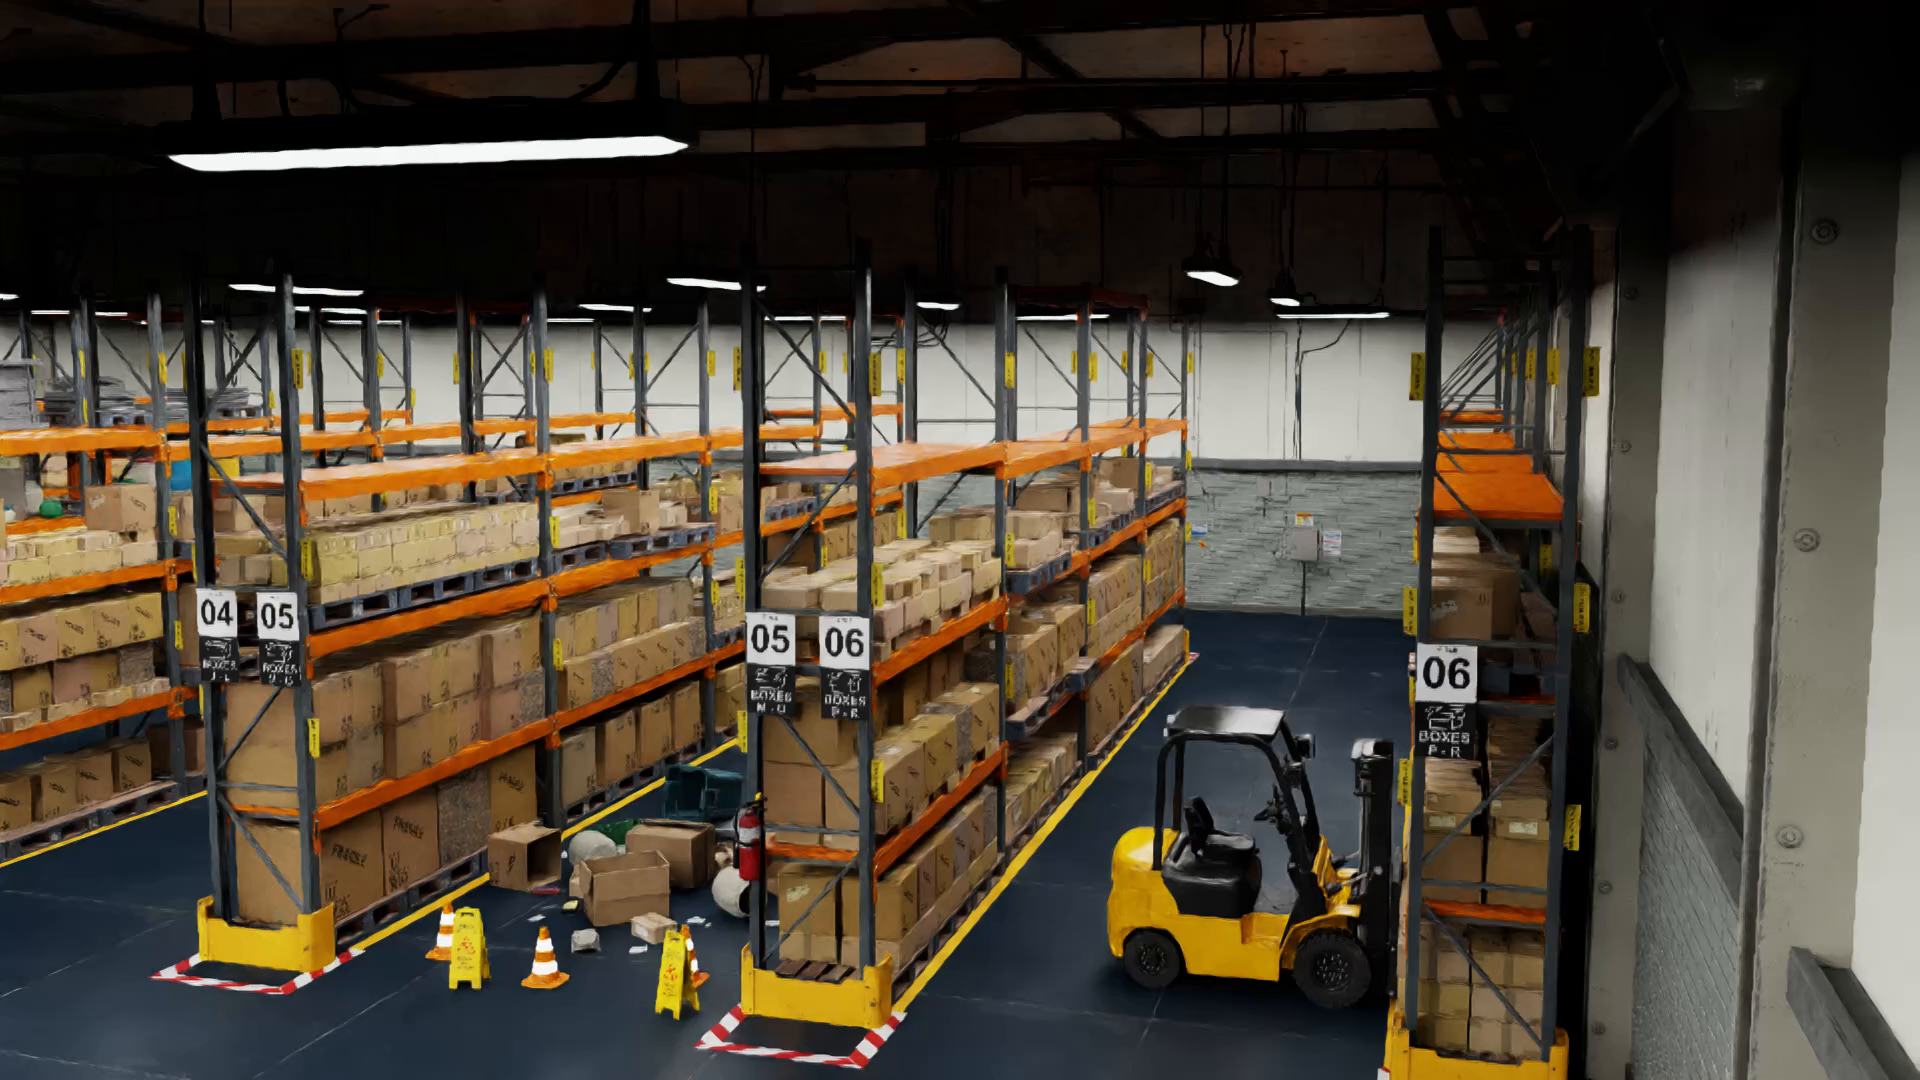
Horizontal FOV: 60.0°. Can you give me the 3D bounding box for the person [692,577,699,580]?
[{"bbox_3d":[-4.080,1.413,25.977,0.677,1.725,0.574,2,7,14],"label":"person"}]
